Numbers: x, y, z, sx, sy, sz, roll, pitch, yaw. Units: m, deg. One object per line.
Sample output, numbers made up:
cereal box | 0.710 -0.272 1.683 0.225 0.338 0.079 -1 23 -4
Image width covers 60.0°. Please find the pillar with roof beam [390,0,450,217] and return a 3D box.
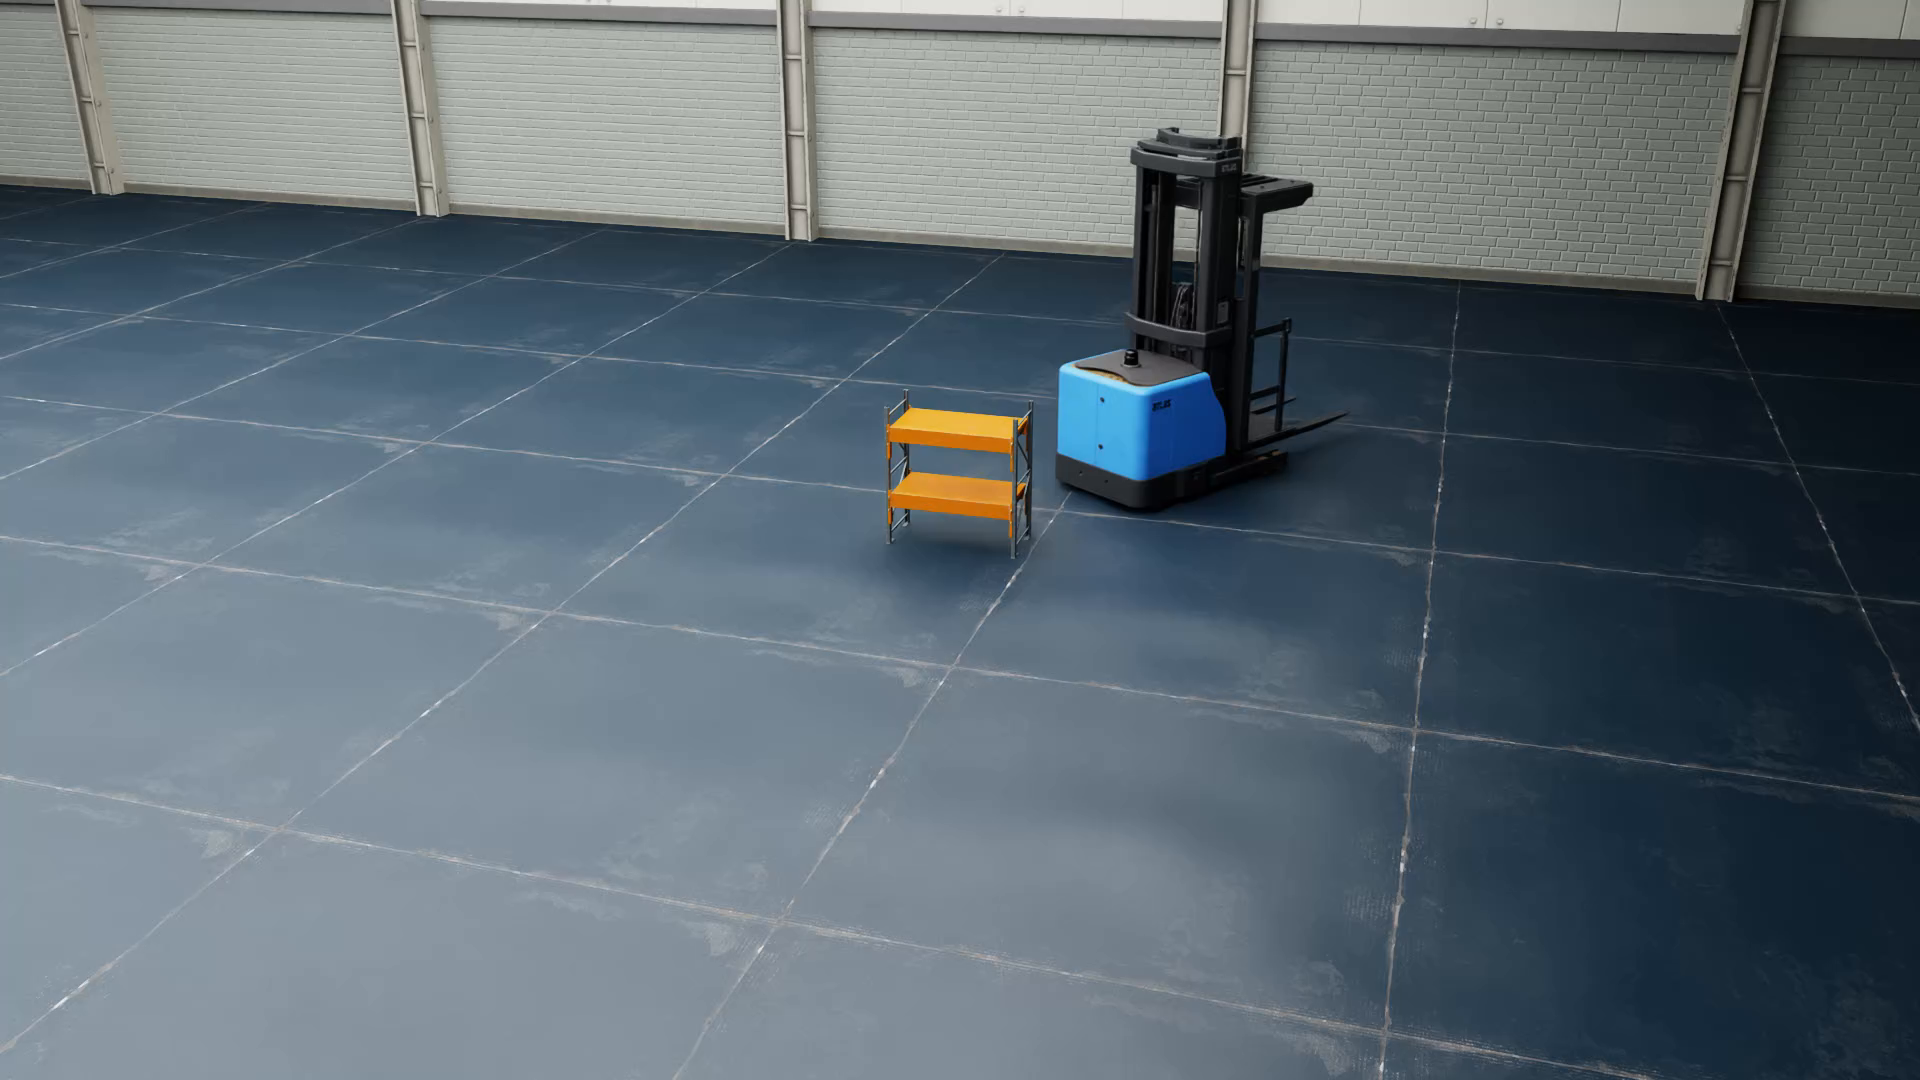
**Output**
pillar with roof beam | -9.224 -7.543 19.707 0.400 9.000 9.100 7 23 16

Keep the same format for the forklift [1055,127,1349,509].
forklift | 2.261 -2.058 14.331 3.031 2.935 1.130 -18 29 -37

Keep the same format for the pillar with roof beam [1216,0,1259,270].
pillar with roof beam | 2.264 -6.228 16.500 0.400 9.000 9.100 7 23 16

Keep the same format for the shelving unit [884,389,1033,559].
shelving unit | -0.006 -0.521 12.963 1.048 1.125 0.538 7 23 16

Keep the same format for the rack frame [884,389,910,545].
rack frame | -0.493 -0.577 13.099 0.032 1.125 0.500 7 23 16

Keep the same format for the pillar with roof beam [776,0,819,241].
pillar with roof beam | -3.480 -6.886 18.104 0.400 9.000 9.100 7 23 16

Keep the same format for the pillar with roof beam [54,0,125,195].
pillar with roof beam | -14.969 -8.201 21.311 0.400 9.000 9.100 7 23 16

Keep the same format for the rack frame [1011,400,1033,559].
rack frame | 0.480 -0.465 12.828 0.032 1.125 0.500 7 23 16

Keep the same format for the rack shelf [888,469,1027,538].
rack shelf | -0.006 -0.295 13.056 1.000 0.278 0.538 7 23 16

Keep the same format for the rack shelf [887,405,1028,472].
rack shelf | -0.006 -0.792 12.852 1.000 0.278 0.538 7 23 16

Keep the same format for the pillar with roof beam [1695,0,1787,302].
pillar with roof beam | 8.008 -5.570 14.897 0.400 9.000 9.100 7 23 16
